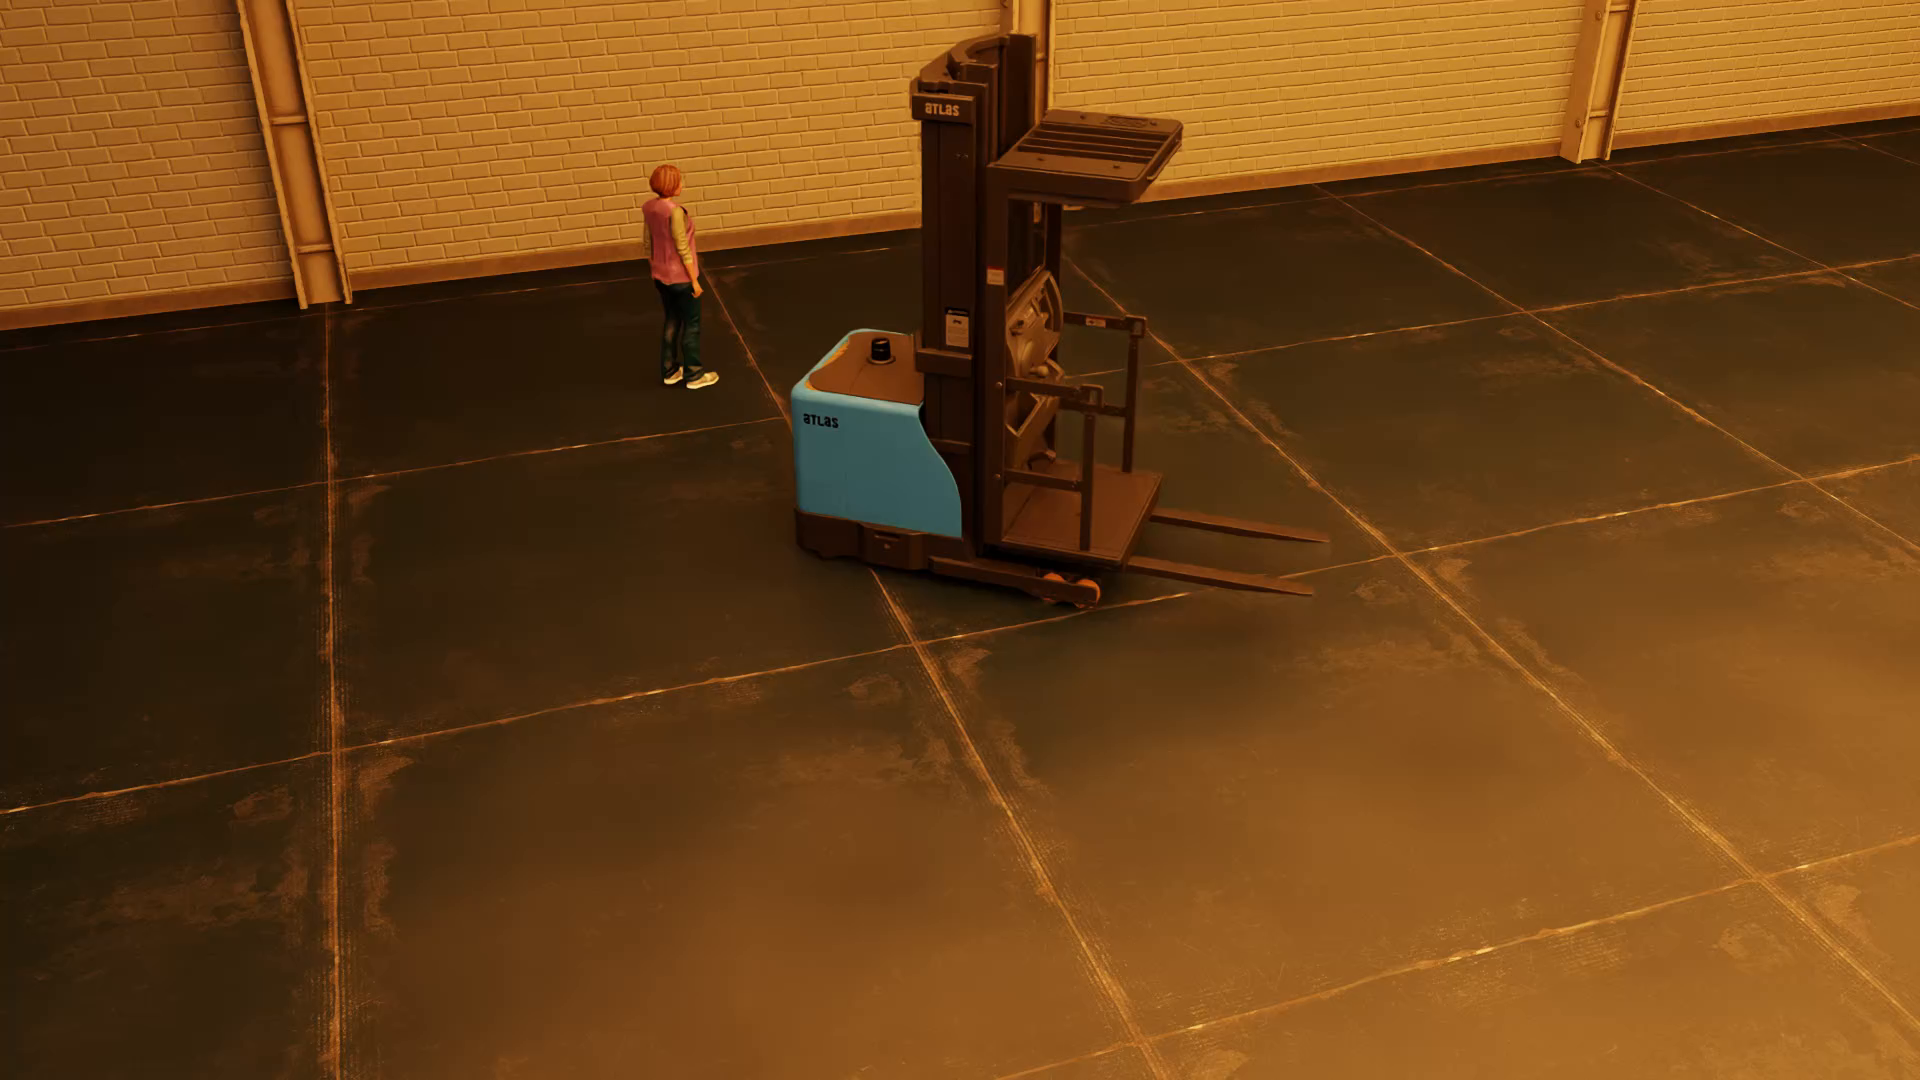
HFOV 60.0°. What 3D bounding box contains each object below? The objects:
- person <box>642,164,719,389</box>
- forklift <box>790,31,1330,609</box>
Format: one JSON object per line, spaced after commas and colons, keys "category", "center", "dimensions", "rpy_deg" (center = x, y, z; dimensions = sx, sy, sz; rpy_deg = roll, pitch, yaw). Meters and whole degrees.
{"category": "person", "center": [-1.966, -1.836, 11.616], "dimensions": [0.485, 1.601, 0.345], "rpy_deg": [22, 37, 33]}
{"category": "forklift", "center": [0.599, -1.180, 9.137], "dimensions": [3.031, 2.935, 1.130], "rpy_deg": [10, 31, 16]}
